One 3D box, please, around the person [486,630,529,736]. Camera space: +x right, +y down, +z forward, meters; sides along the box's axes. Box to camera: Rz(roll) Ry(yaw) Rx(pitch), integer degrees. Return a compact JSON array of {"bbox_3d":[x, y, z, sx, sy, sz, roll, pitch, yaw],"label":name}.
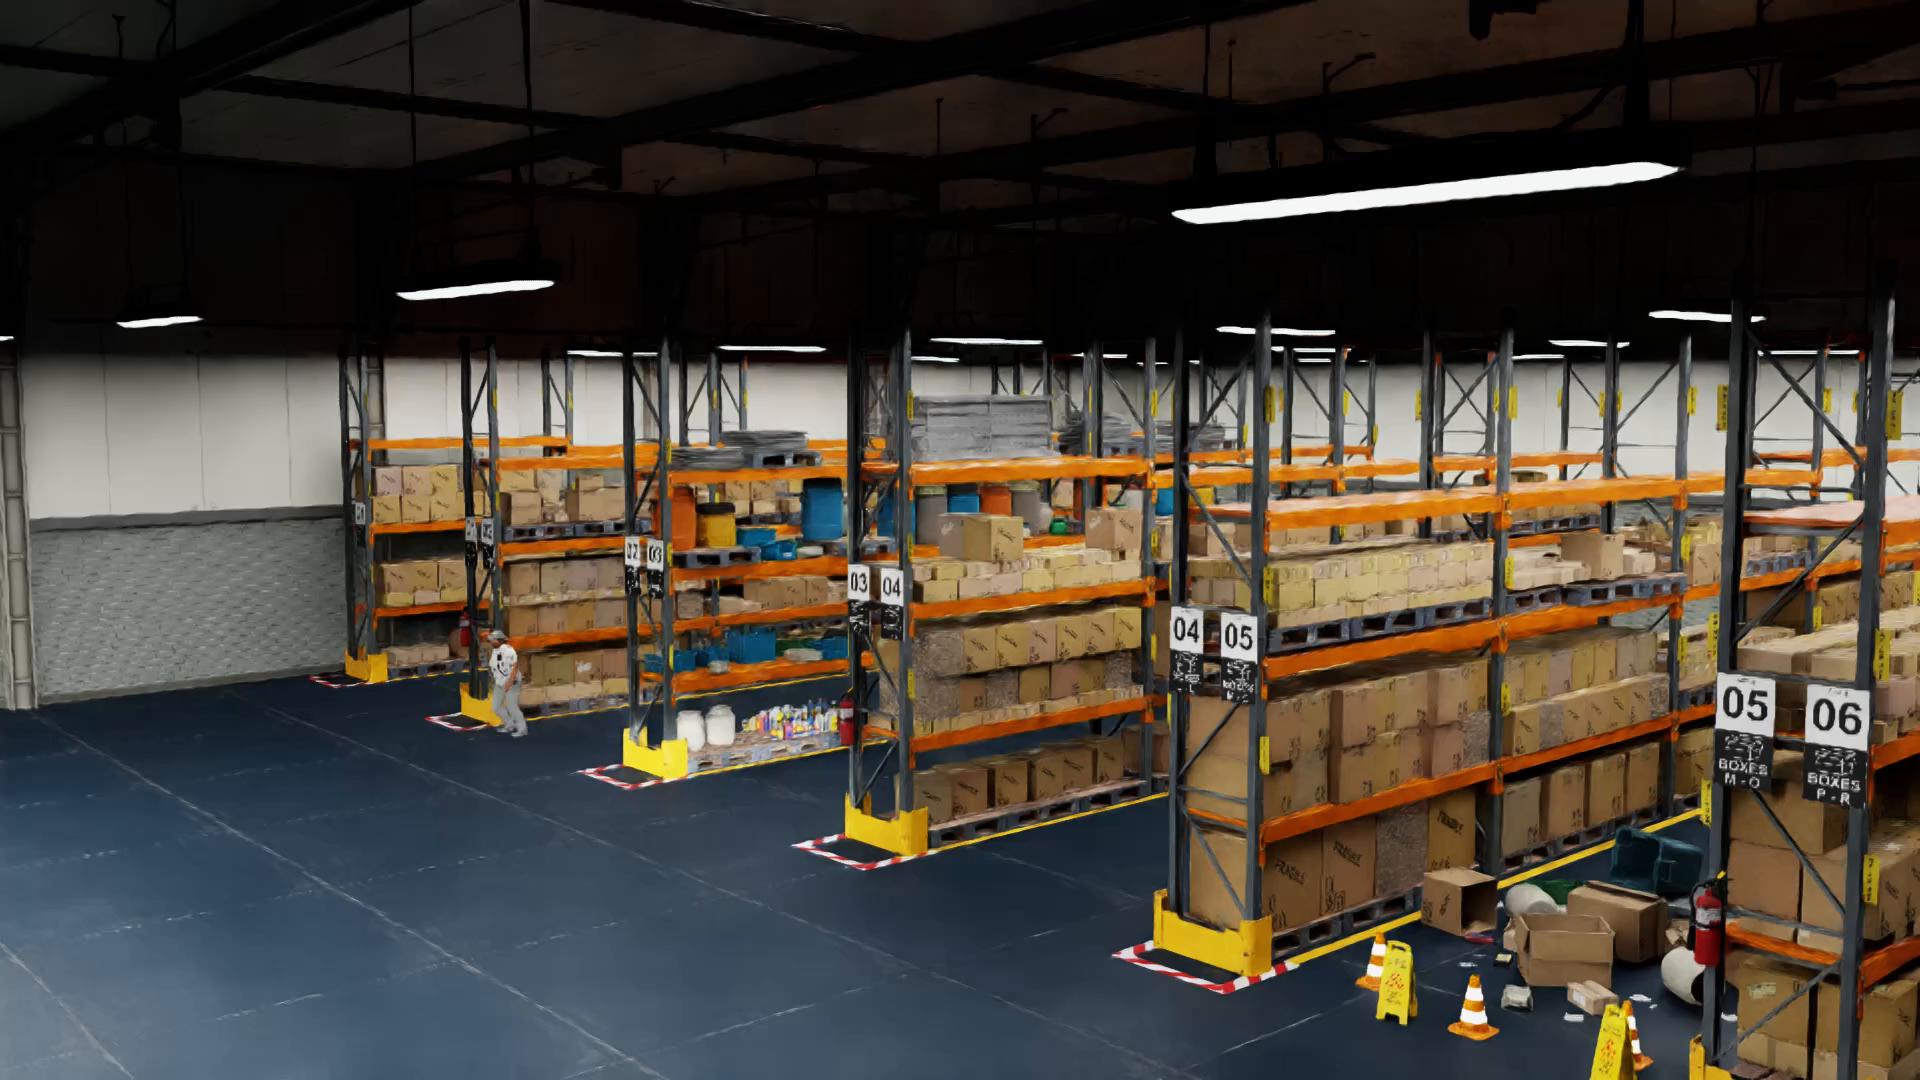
[{"bbox_3d":[-6.813,2.139,24.925,0.572,1.610,0.626,-5,7,-44],"label":"person"}]
